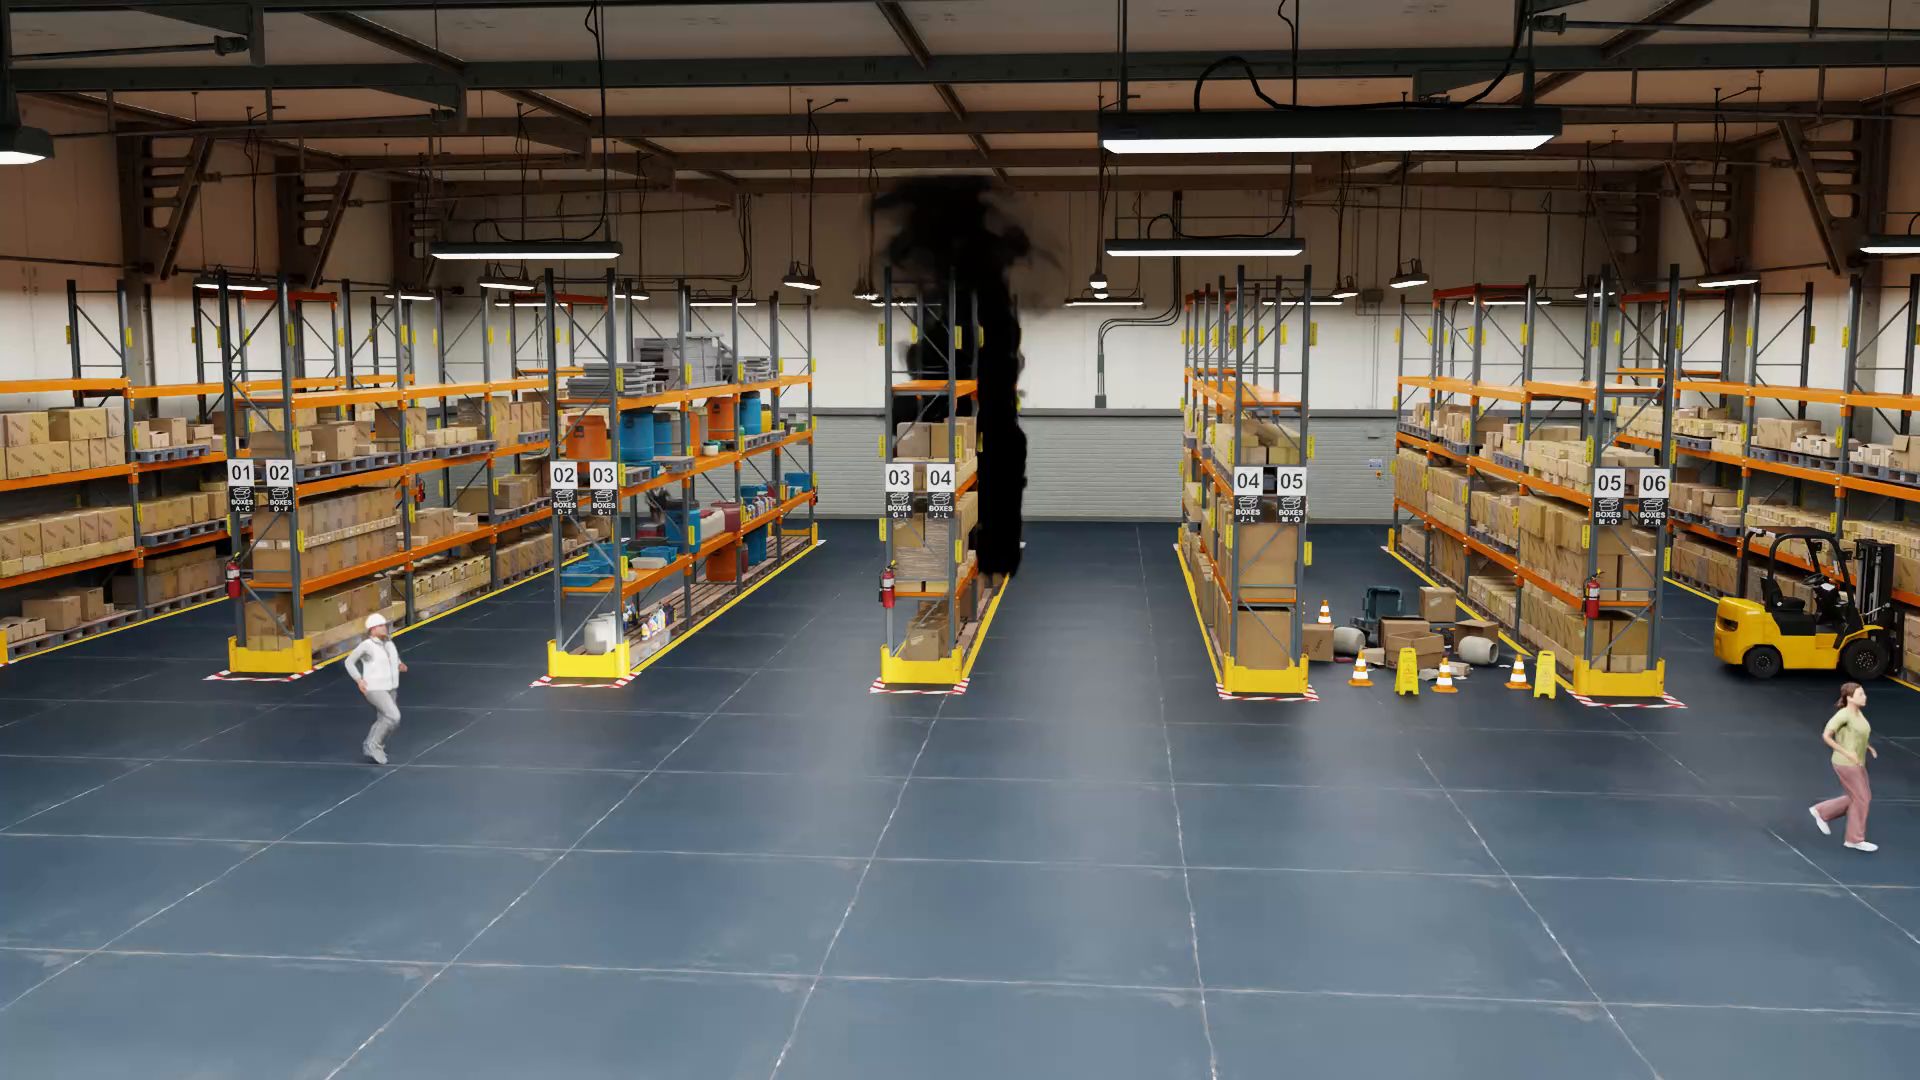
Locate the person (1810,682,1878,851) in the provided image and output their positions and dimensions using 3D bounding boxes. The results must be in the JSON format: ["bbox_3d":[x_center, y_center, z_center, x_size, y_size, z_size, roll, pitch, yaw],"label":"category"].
[{"bbox_3d":[8.741,2.206,16.397,0.605,1.639,0.676,-6,9,-39],"label":"person"}]

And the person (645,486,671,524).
[{"bbox_3d":[-7.228,-0.670,39.773,0.606,1.681,0.676,-1,7,-6],"label":"person"}]

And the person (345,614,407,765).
[{"bbox_3d":[-6.807,1.754,19.594,0.693,1.771,0.629,2,7,19],"label":"person"}]
